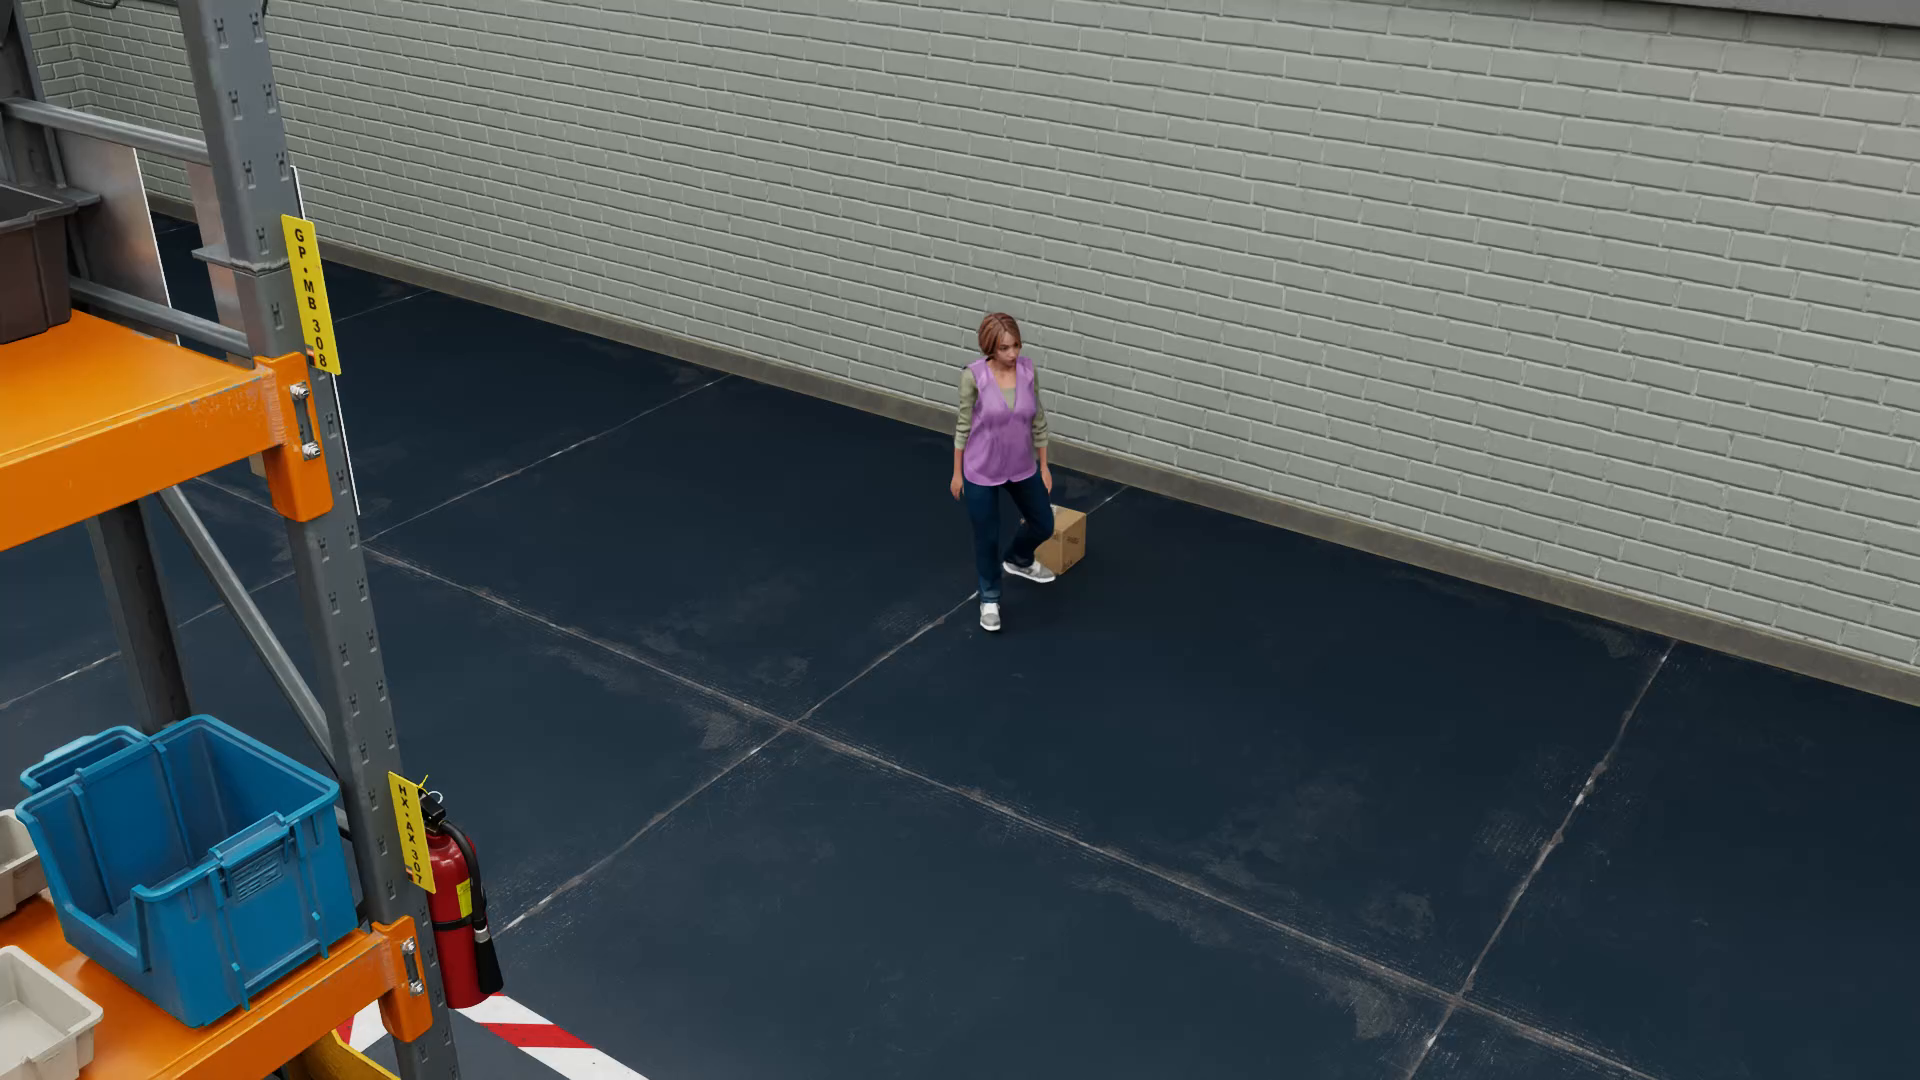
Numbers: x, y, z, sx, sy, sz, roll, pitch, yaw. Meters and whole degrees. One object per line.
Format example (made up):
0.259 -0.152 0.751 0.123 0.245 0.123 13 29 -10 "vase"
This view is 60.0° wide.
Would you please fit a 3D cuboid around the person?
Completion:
0.236 -0.353 7.795 0.592 1.585 0.477 -10 29 -19 "person"
